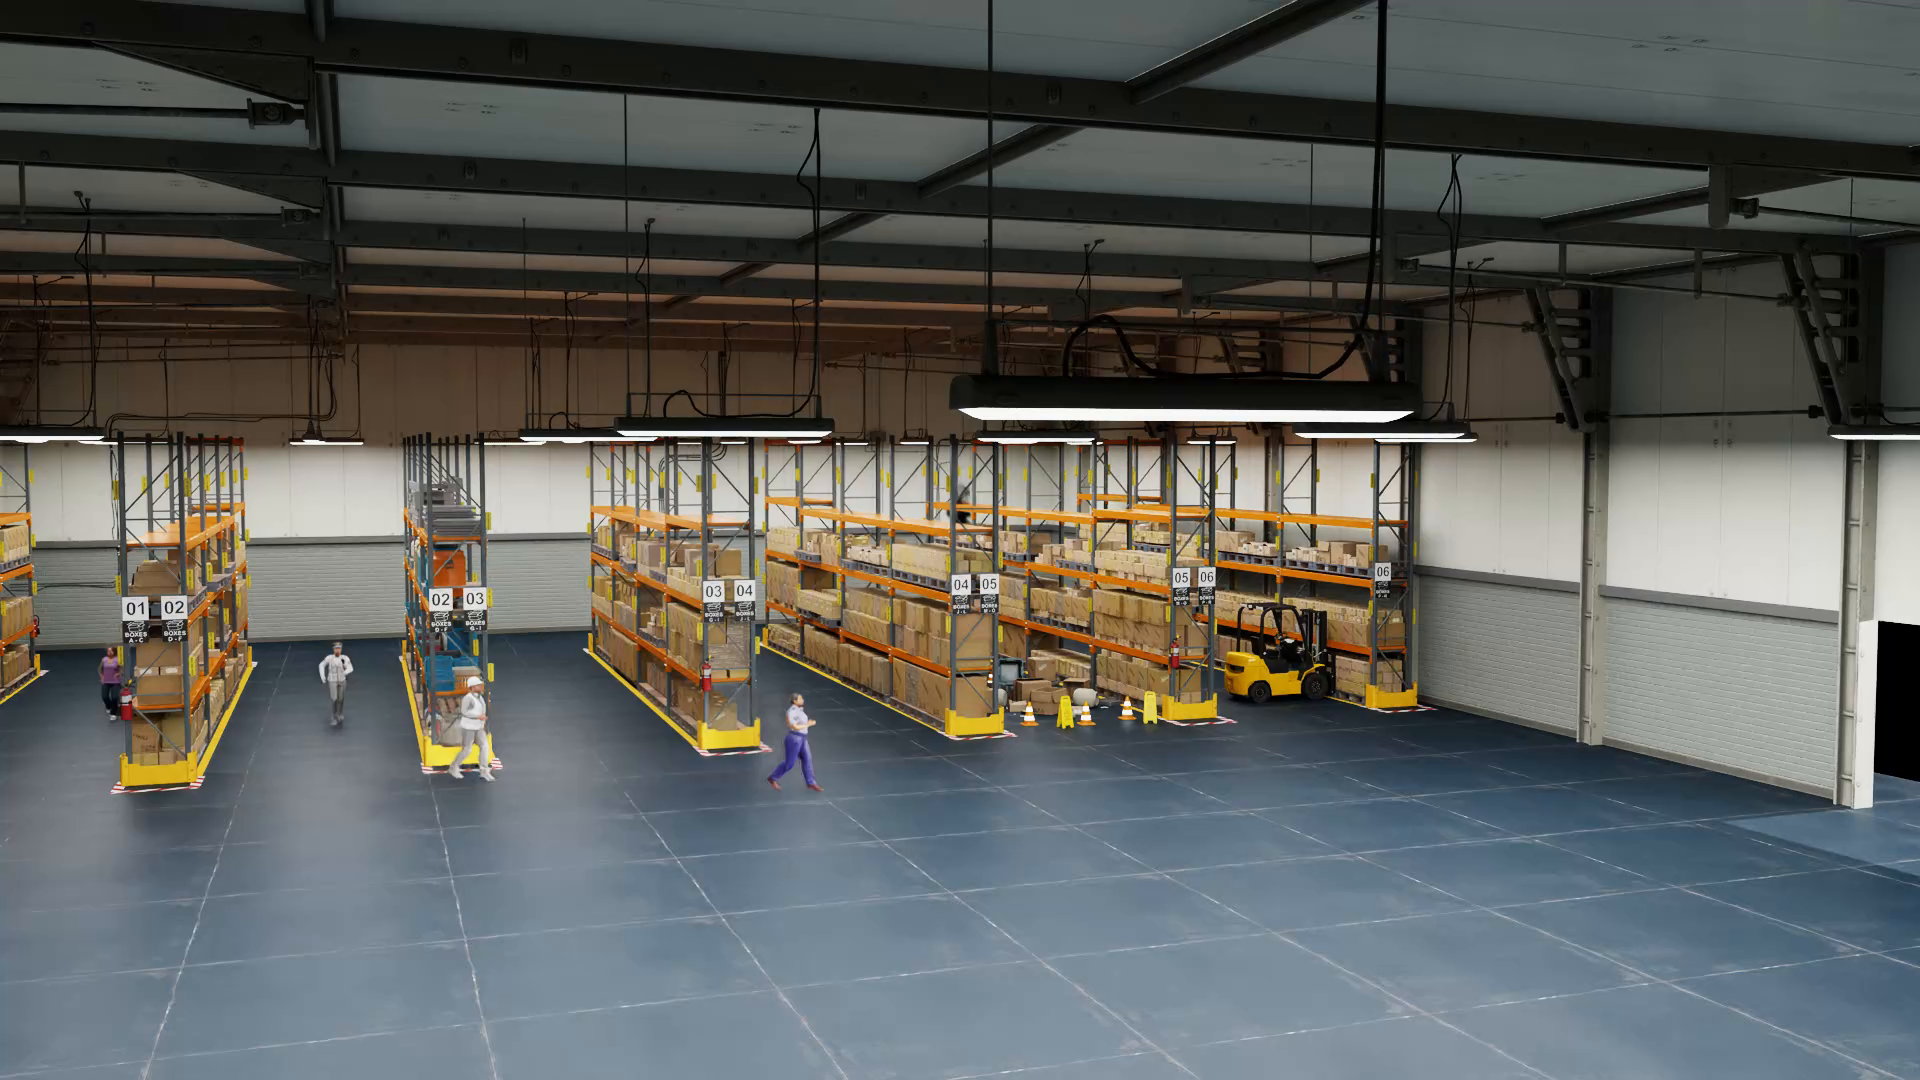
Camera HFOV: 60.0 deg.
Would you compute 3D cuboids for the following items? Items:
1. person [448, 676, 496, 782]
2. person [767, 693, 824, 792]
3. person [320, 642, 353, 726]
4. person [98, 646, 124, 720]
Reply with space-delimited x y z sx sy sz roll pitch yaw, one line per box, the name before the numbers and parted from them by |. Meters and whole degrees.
person | -8.391 3.248 28.538 0.822 1.820 0.668 1 3 14
person | -2.723 3.339 27.514 0.934 1.643 0.601 1 3 11
person | -12.911 2.988 34.468 0.624 1.767 0.738 -2 4 -27
person | -17.797 3.007 34.845 0.531 1.556 0.540 -1 3 -18
